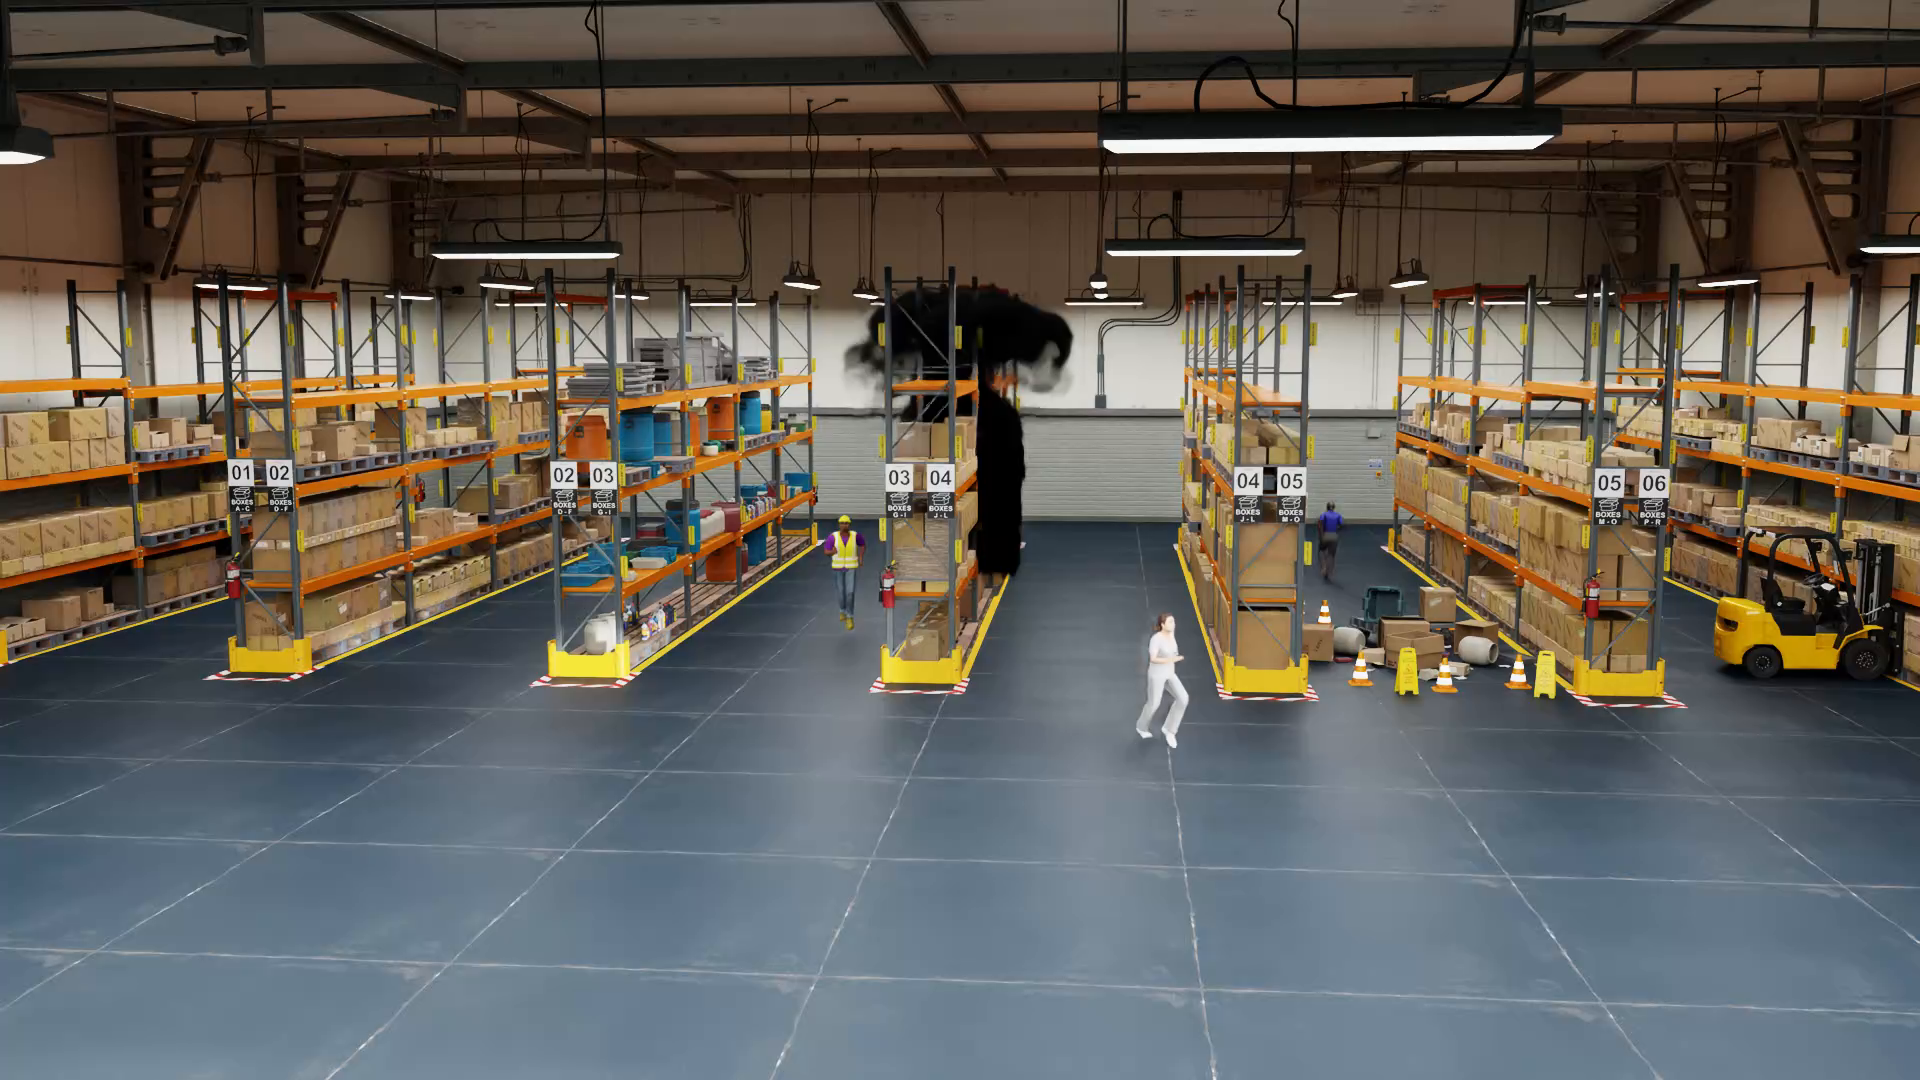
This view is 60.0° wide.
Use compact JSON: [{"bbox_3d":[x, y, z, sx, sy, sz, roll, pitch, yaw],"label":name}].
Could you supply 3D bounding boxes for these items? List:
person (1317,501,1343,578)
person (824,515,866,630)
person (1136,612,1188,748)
[{"bbox_3d":[7.691,-0.014,34.679,0.573,1.609,0.629,0,7,1],"label":"person"},{"bbox_3d":[-1.895,0.514,27.374,0.677,1.854,0.712,0,7,-1],"label":"person"},{"bbox_3d":[2.472,1.699,20.466,0.588,1.674,0.813,-6,9,-41],"label":"person"}]
